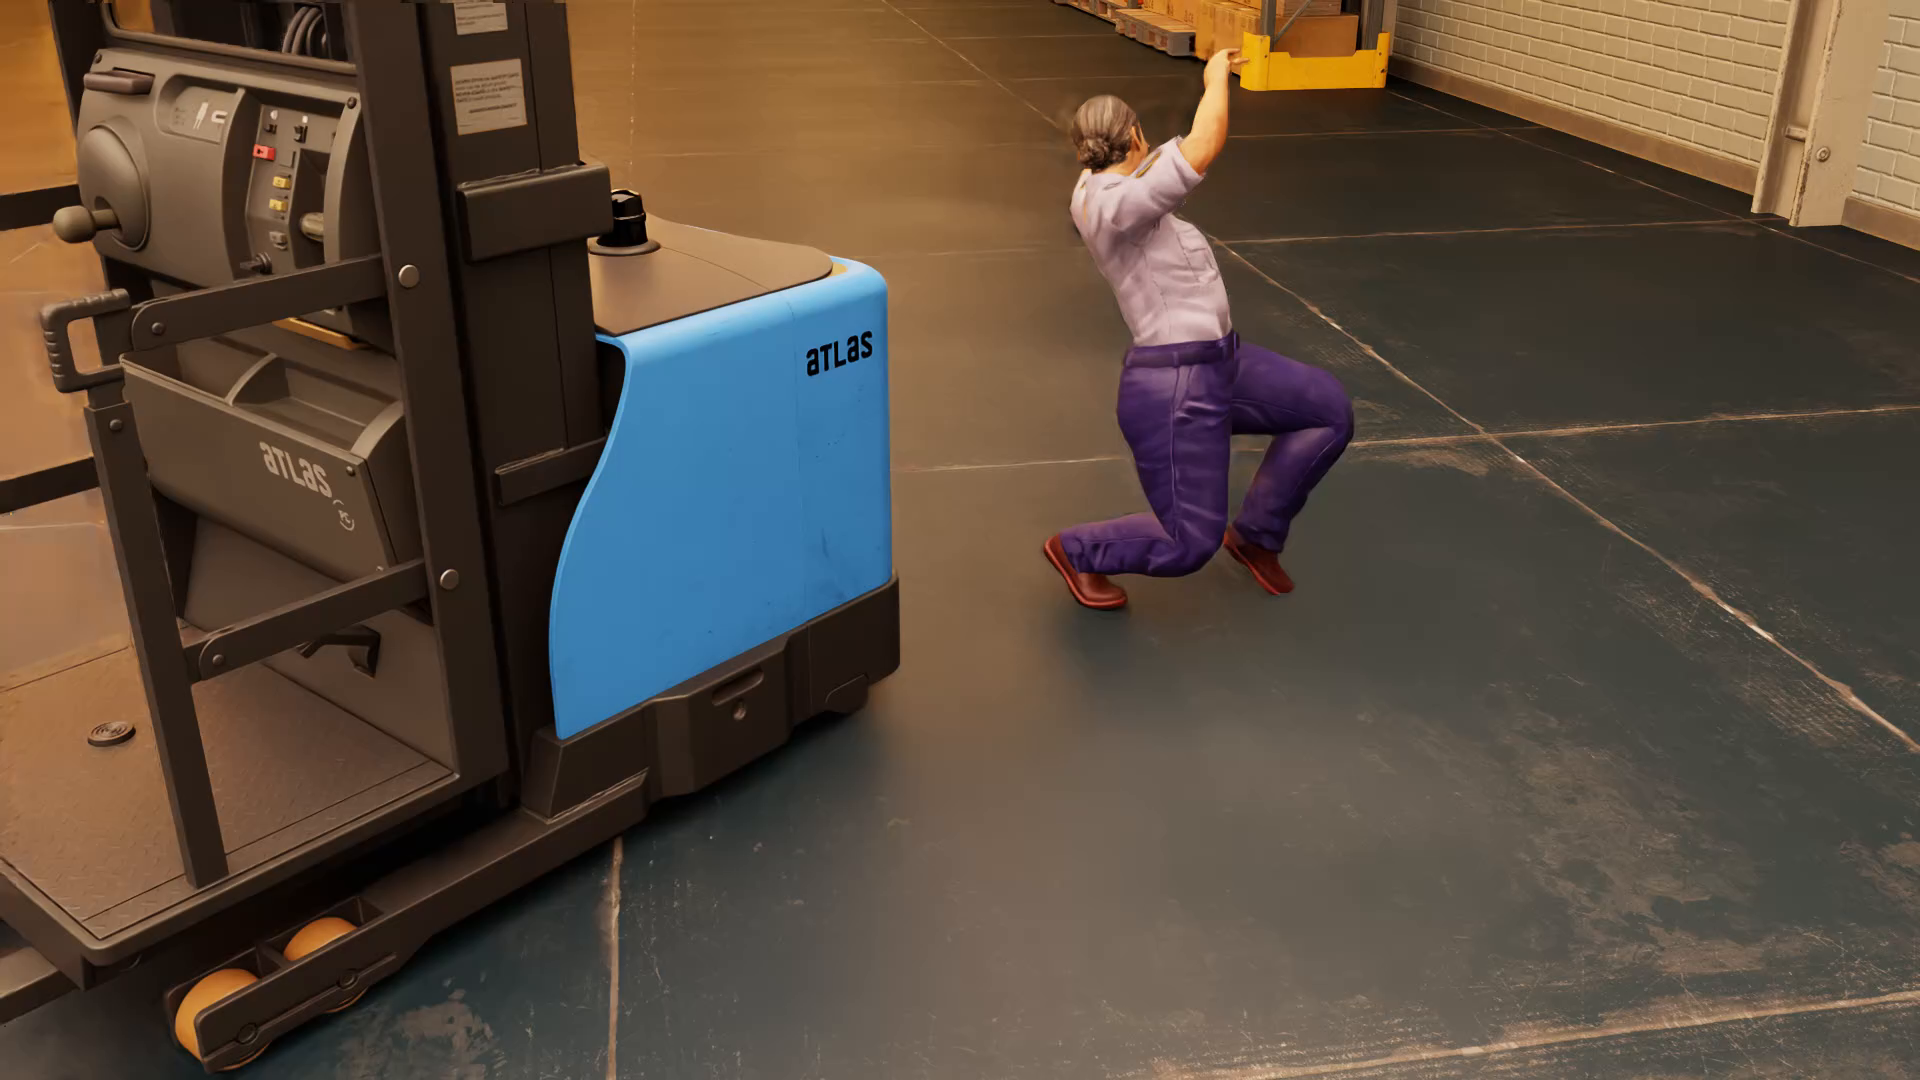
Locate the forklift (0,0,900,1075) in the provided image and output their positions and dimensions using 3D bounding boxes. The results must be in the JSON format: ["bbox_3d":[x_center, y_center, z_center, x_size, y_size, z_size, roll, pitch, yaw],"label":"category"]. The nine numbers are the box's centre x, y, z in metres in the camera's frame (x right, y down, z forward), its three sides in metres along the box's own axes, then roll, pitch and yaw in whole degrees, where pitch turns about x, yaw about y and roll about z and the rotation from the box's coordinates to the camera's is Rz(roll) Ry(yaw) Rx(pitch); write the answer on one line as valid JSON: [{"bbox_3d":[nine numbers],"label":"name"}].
[{"bbox_3d":[-1.476,-0.651,2.834,1.130,2.935,3.031,18,29,36],"label":"forklift"}]

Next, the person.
[{"bbox_3d":[0.695,-0.590,4.578,0.815,1.509,1.021,6,24,14],"label":"person"}]
